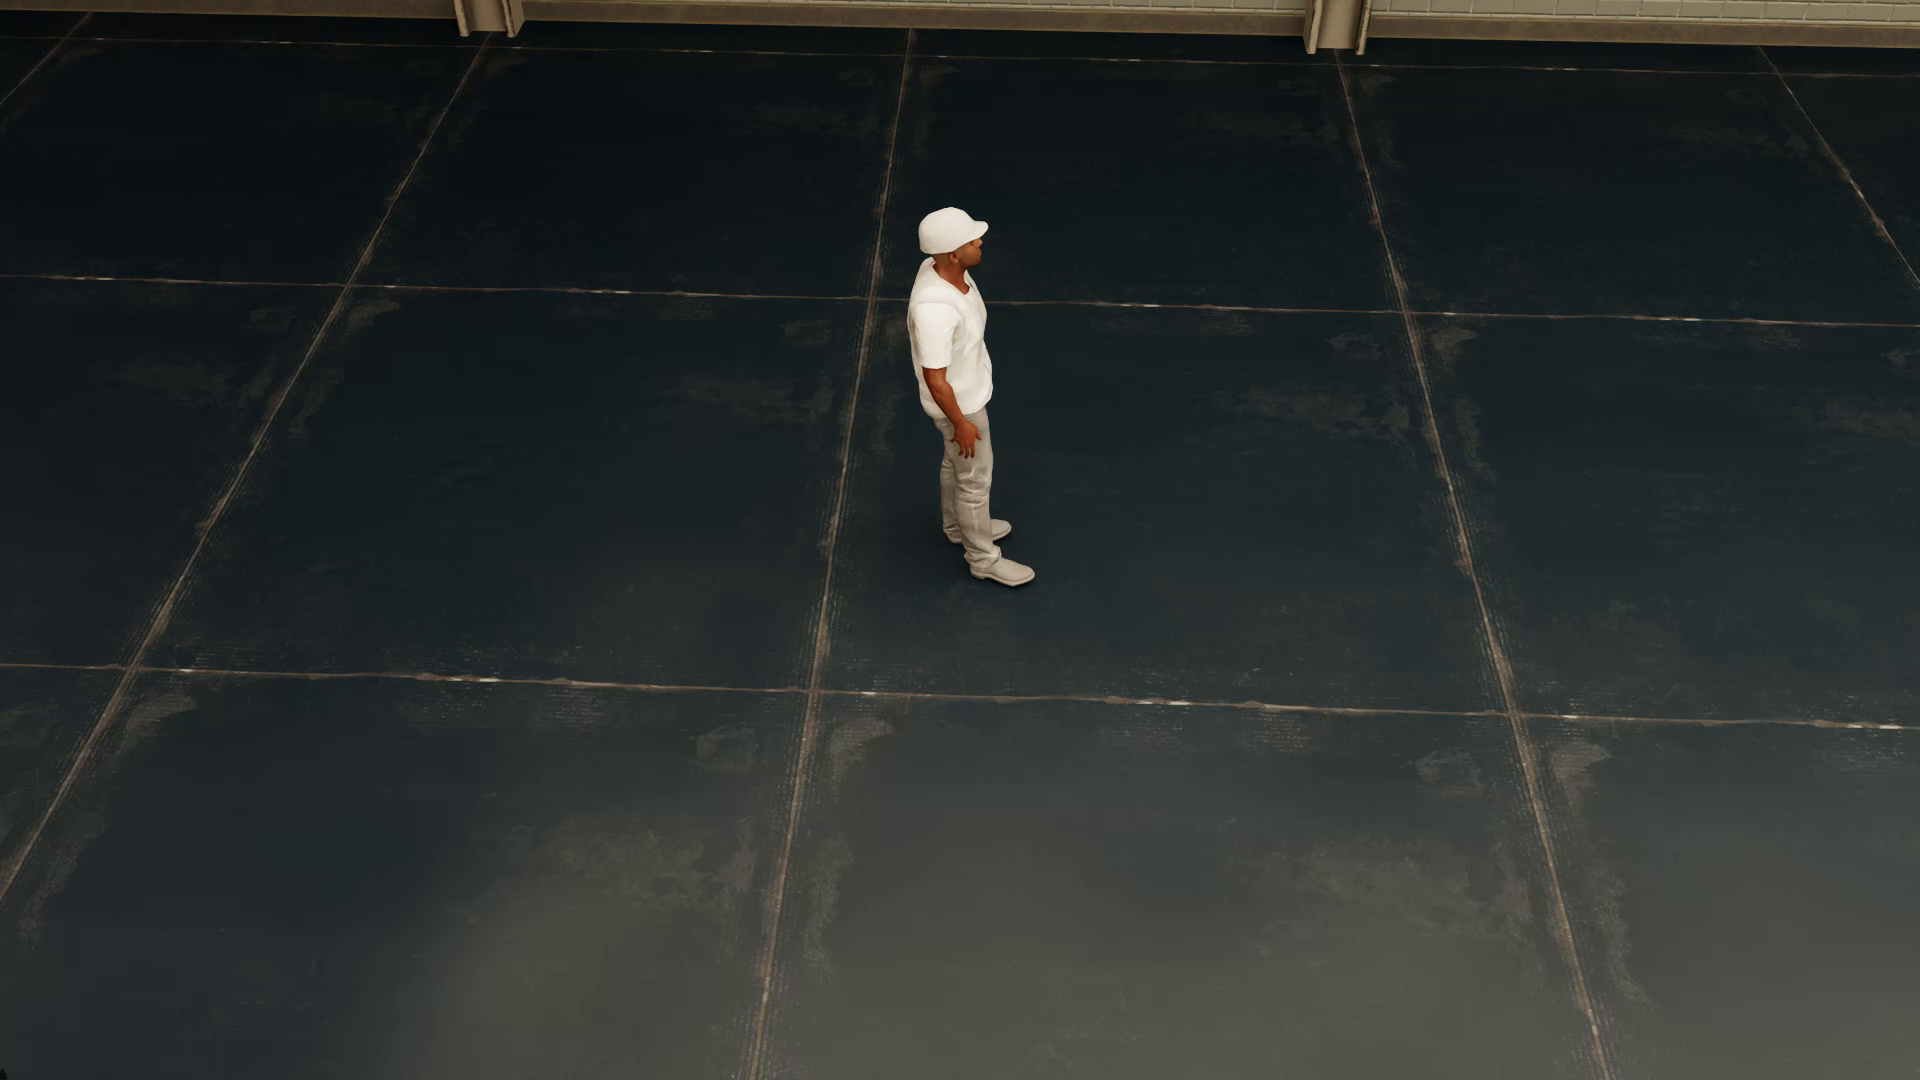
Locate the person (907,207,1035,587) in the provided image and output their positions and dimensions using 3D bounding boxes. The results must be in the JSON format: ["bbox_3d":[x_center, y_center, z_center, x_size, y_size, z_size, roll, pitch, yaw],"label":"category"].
[{"bbox_3d":[0.069,-0.651,7.309,0.577,1.765,0.665,2,42,2],"label":"person"}]
